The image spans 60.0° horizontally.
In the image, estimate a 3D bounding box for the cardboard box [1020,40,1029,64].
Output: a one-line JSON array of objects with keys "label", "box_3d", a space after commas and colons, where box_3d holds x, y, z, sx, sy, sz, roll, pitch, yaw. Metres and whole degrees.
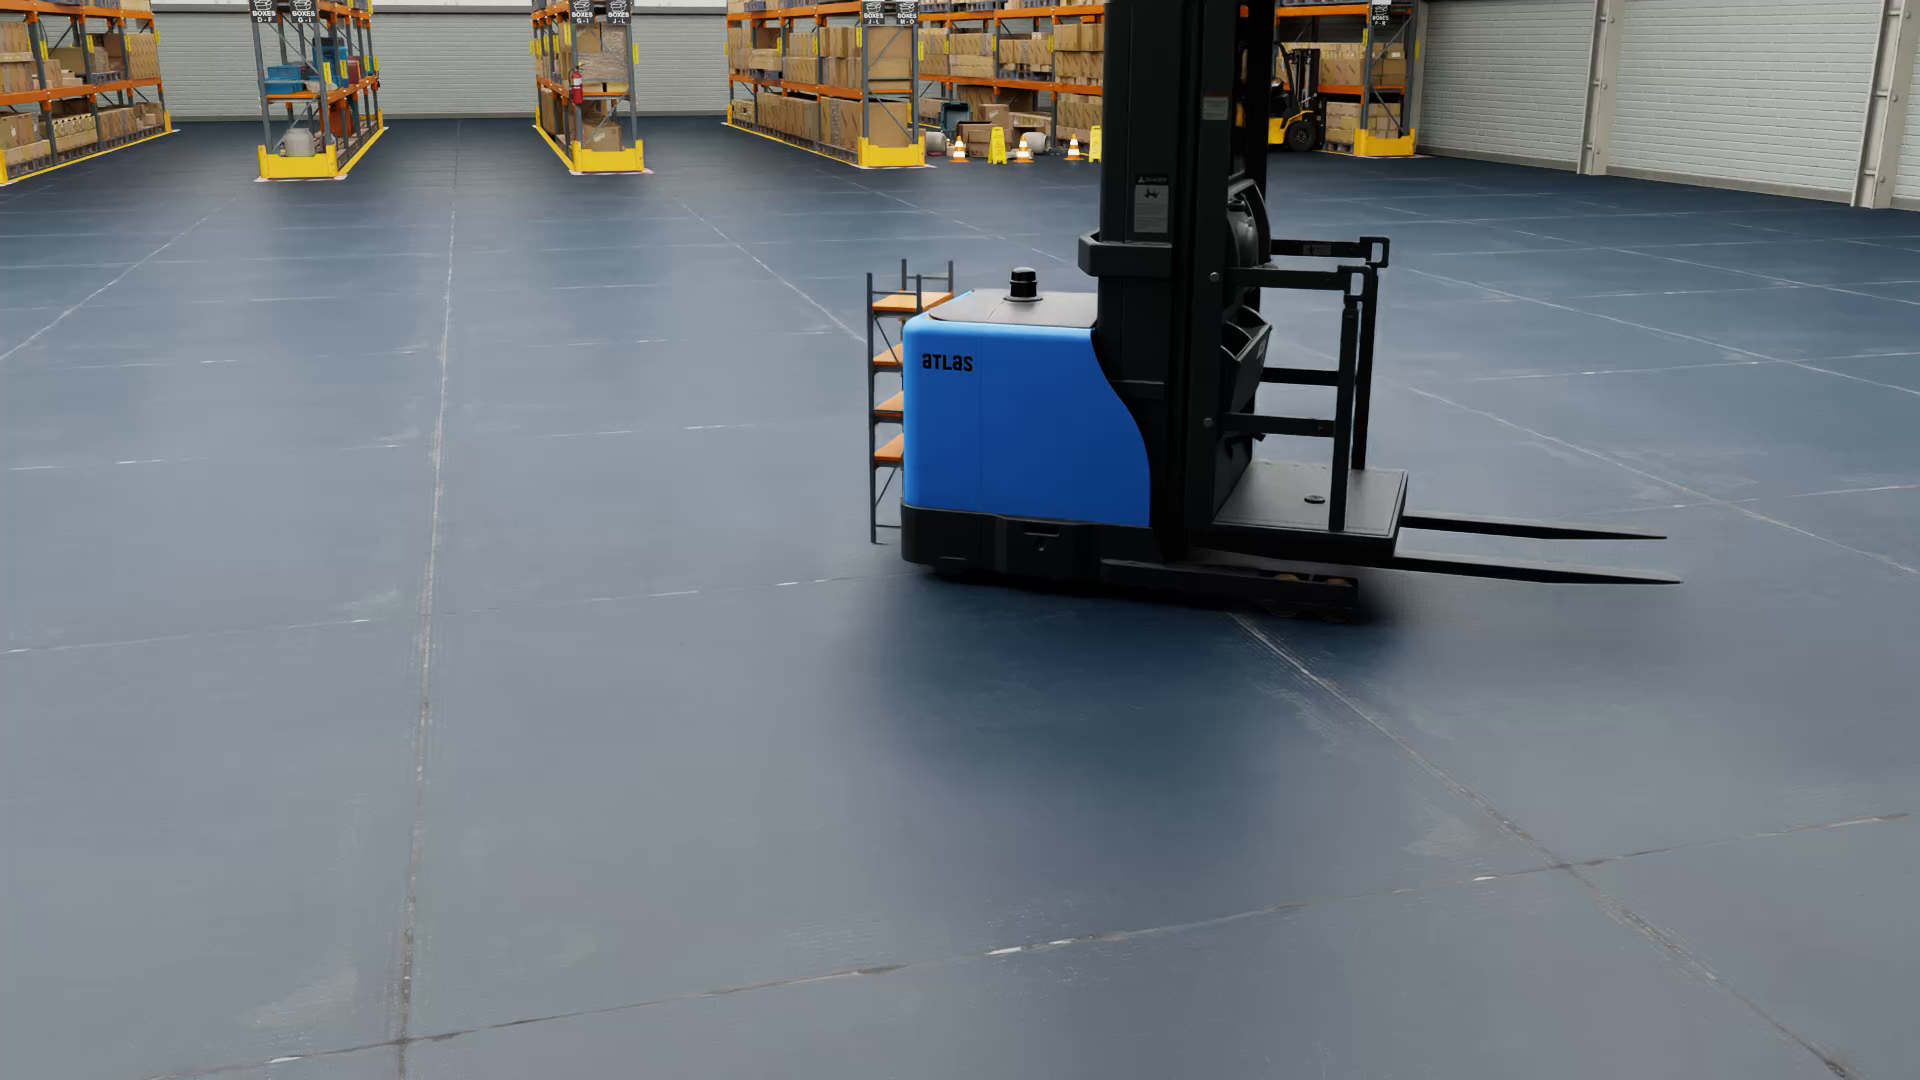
[{"label": "cardboard box", "box_3d": [1.633, -10.607, 36.130, 0.500, 0.500, 0.500, -5, 18, -17]}]

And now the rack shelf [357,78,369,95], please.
[{"label": "rack shelf", "box_3d": [-13.541, -9.821, 36.184, 1.077, 0.370, 4.000, -5, 17, -15]}]

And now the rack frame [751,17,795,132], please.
[{"label": "rack frame", "box_3d": [-4.531, -11.475, 40.438, 1.000, 3.000, 0.127, -5, 17, -15]}]

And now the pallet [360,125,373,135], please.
[{"label": "pallet", "box_3d": [-14.330, -9.584, 38.990, 1.003, 0.211, 1.213, -5, 17, -15]}]

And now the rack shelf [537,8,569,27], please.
[{"label": "rack shelf", "box_3d": [-8.778, -11.649, 37.056, 1.077, 0.370, 4.000, -5, 17, -15]}]

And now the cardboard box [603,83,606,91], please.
[{"label": "cardboard box", "box_3d": [-6.072, -7.977, 29.231, 0.380, 0.149, 0.250, -5, 17, -15]}]

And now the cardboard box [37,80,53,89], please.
[{"label": "cardboard box", "box_3d": [-16.702, -8.256, 30.161, 0.380, 0.149, 0.250, -5, 17, -15]}]

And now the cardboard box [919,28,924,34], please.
[{"label": "cardboard box", "box_3d": [-0.876, -13.498, 44.136, 0.380, 0.149, 0.250, -5, 18, -17]}]

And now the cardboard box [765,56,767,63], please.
[{"label": "cardboard box", "box_3d": [-4.224, -10.908, 37.740, 0.380, 0.149, 0.250, -5, 17, -15]}]

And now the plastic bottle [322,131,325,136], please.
[{"label": "plastic bottle", "box_3d": [-11.576, -7.281, 30.318, 0.144, 0.351, 0.185, -5, 17, -15]}]

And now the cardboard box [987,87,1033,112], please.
[{"label": "cardboard box", "box_3d": [1.190, -10.169, 39.054, 0.875, 0.875, 0.875, -5, 17, -16]}]

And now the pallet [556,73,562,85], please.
[{"label": "pallet", "box_3d": [-7.645, -9.368, 33.758, 1.003, 0.211, 1.213, -5, 17, -15]}]

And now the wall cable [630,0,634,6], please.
[{"label": "wall cable", "box_3d": [-8.667, -18.467, 47.697, 2.277, 5.999, 0.120, -5, 17, -15]}]

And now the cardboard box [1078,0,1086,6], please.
[{"label": "cardboard box", "box_3d": [2.519, -10.528, 32.510, 0.380, 0.149, 0.250, -5, 17, -16]}]

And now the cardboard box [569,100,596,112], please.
[{"label": "cardboard box", "box_3d": [-7.860, -9.048, 34.636, 0.500, 0.250, 0.500, -3, 17, -9]}]

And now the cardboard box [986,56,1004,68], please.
[{"label": "cardboard box", "box_3d": [0.922, -11.069, 38.479, 0.500, 0.250, 0.500, -5, 17, -15]}]

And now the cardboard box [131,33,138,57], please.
[{"label": "cardboard box", "box_3d": [-18.855, -11.150, 37.446, 0.500, 0.500, 0.500, -5, 18, -17]}]

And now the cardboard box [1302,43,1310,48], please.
[{"label": "cardboard box", "box_3d": [7.280, -10.180, 34.309, 0.380, 0.149, 0.250, -5, 17, -16]}]

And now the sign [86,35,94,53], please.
[{"label": "sign", "box_3d": [-17.222, -9.821, 32.921, 0.100, 0.325, 0.005, -5, 17, -15]}]

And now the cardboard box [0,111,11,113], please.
[{"label": "cardboard box", "box_3d": [-16.829, -7.206, 28.973, 0.500, 0.500, 0.500, -5, 17, -15]}]

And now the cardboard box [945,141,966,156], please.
[{"label": "cardboard box", "box_3d": [-0.089, -7.622, 32.366, 0.396, 0.266, 0.258, -2, 17, -6]}]

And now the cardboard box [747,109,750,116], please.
[{"label": "cardboard box", "box_3d": [-5.100, -10.661, 41.439, 0.380, 0.149, 0.250, -5, 18, -17]}]

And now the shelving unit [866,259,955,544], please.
[{"label": "shelving unit", "box_3d": [-0.213, -0.619, 7.428, 0.258, 1.200, 0.503, 5, 17, 15]}]

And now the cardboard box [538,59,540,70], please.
[{"label": "cardboard box", "box_3d": [-10.123, -11.707, 40.955, 0.500, 0.250, 0.500, -5, 17, -16]}]

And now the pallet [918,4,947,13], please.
[{"label": "pallet", "box_3d": [-0.685, -14.190, 44.418, 1.003, 0.211, 1.213, -5, 17, -15]}]

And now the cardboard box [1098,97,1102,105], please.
[{"label": "cardboard box", "box_3d": [2.862, -8.426, 31.907, 0.380, 0.149, 0.250, -4, 17, -14]}]

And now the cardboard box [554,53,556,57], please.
[{"label": "cardboard box", "box_3d": [-8.591, -10.916, 36.662, 0.797, 0.503, 0.637, -4, 17, -14]}]

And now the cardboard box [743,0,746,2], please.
[{"label": "cardboard box", "box_3d": [-5.034, -13.331, 40.796, 0.500, 0.250, 0.500, -5, 18, -18]}]

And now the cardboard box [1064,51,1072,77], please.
[{"label": "cardboard box", "box_3d": [2.412, -9.591, 33.475, 0.500, 0.500, 0.500, -5, 17, -15]}]

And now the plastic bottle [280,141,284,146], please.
[{"label": "plastic bottle", "box_3d": [-11.768, -6.814, 28.878, 0.061, 0.283, 0.133, -4, 17, -14]}]

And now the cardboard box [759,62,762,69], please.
[{"label": "cardboard box", "box_3d": [-4.435, -10.979, 38.496, 0.380, 0.149, 0.250, -6, 18, -18]}]

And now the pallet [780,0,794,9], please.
[{"label": "pallet", "box_3d": [-3.204, -11.540, 35.771, 1.213, 0.211, 1.003, -4, 17, -13]}]

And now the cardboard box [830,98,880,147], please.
[{"label": "cardboard box", "box_3d": [-1.976, -8.017, 31.890, 0.875, 0.875, 0.875, -5, 17, -15]}]

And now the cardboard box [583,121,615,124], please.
[{"label": "cardboard box", "box_3d": [-6.647, -7.464, 30.703, 0.500, 0.500, 0.500, -6, 18, -20]}]

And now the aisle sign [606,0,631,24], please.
[{"label": "aisle sign", "box_3d": [-5.725, -9.043, 27.823, 0.394, 0.787, 0.004, -5, 17, -15]}]

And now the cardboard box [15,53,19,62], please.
[{"label": "cardboard box", "box_3d": [-16.097, -8.134, 28.016, 0.380, 0.149, 0.250, -5, 17, -16]}]

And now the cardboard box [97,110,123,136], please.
[{"label": "cardboard box", "box_3d": [-18.036, -8.811, 35.152, 0.500, 0.500, 0.500, -5, 18, -17]}]

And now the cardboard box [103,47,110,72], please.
[{"label": "cardboard box", "box_3d": [-18.309, -10.093, 34.936, 0.700, 0.500, 0.500, -10, 19, -29]}]

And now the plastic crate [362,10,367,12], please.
[{"label": "plastic crate", "box_3d": [-14.644, -12.910, 40.371, 0.450, 0.188, 0.336, -5, 17, -15]}]

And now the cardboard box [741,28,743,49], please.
[{"label": "cardboard box", "box_3d": [-5.195, -12.538, 41.548, 0.500, 0.500, 0.500, -4, 17, -14]}]

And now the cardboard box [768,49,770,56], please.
[{"label": "cardboard box", "box_3d": [-4.074, -10.903, 37.207, 0.380, 0.149, 0.250, -5, 17, -16]}]

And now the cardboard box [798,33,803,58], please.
[{"label": "cardboard box", "box_3d": [-3.035, -10.488, 35.243, 0.700, 0.500, 0.500, -5, 17, -16]}]

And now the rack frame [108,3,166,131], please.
[{"label": "rack frame", "box_3d": [-19.953, -11.435, 40.305, 1.000, 3.000, 0.127, -5, 17, -15]}]

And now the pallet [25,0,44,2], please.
[{"label": "pallet", "box_3d": [-16.910, -9.703, 29.660, 0.805, 0.209, 1.217, -5, 18, -17]}]

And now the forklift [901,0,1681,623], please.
[{"label": "forklift", "box_3d": [1.330, -1.258, 6.544, 3.031, 2.935, 1.130, 5, 17, 17]}]

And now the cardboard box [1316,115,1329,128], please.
[{"label": "cardboard box", "box_3d": [7.546, -8.482, 33.657, 0.500, 0.250, 0.500, -5, 17, -17]}]

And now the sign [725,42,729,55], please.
[{"label": "sign", "box_3d": [-6.152, -12.953, 43.854, 0.100, 0.325, 0.005, -5, 17, -15]}]

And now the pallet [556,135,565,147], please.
[{"label": "pallet", "box_3d": [-8.015, -8.452, 35.223, 1.003, 0.211, 1.213, -5, 17, -15]}]

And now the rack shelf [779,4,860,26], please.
[{"label": "rack shelf", "box_3d": [-2.882, -10.907, 34.585, 1.077, 0.370, 4.000, -5, 17, -15]}]
